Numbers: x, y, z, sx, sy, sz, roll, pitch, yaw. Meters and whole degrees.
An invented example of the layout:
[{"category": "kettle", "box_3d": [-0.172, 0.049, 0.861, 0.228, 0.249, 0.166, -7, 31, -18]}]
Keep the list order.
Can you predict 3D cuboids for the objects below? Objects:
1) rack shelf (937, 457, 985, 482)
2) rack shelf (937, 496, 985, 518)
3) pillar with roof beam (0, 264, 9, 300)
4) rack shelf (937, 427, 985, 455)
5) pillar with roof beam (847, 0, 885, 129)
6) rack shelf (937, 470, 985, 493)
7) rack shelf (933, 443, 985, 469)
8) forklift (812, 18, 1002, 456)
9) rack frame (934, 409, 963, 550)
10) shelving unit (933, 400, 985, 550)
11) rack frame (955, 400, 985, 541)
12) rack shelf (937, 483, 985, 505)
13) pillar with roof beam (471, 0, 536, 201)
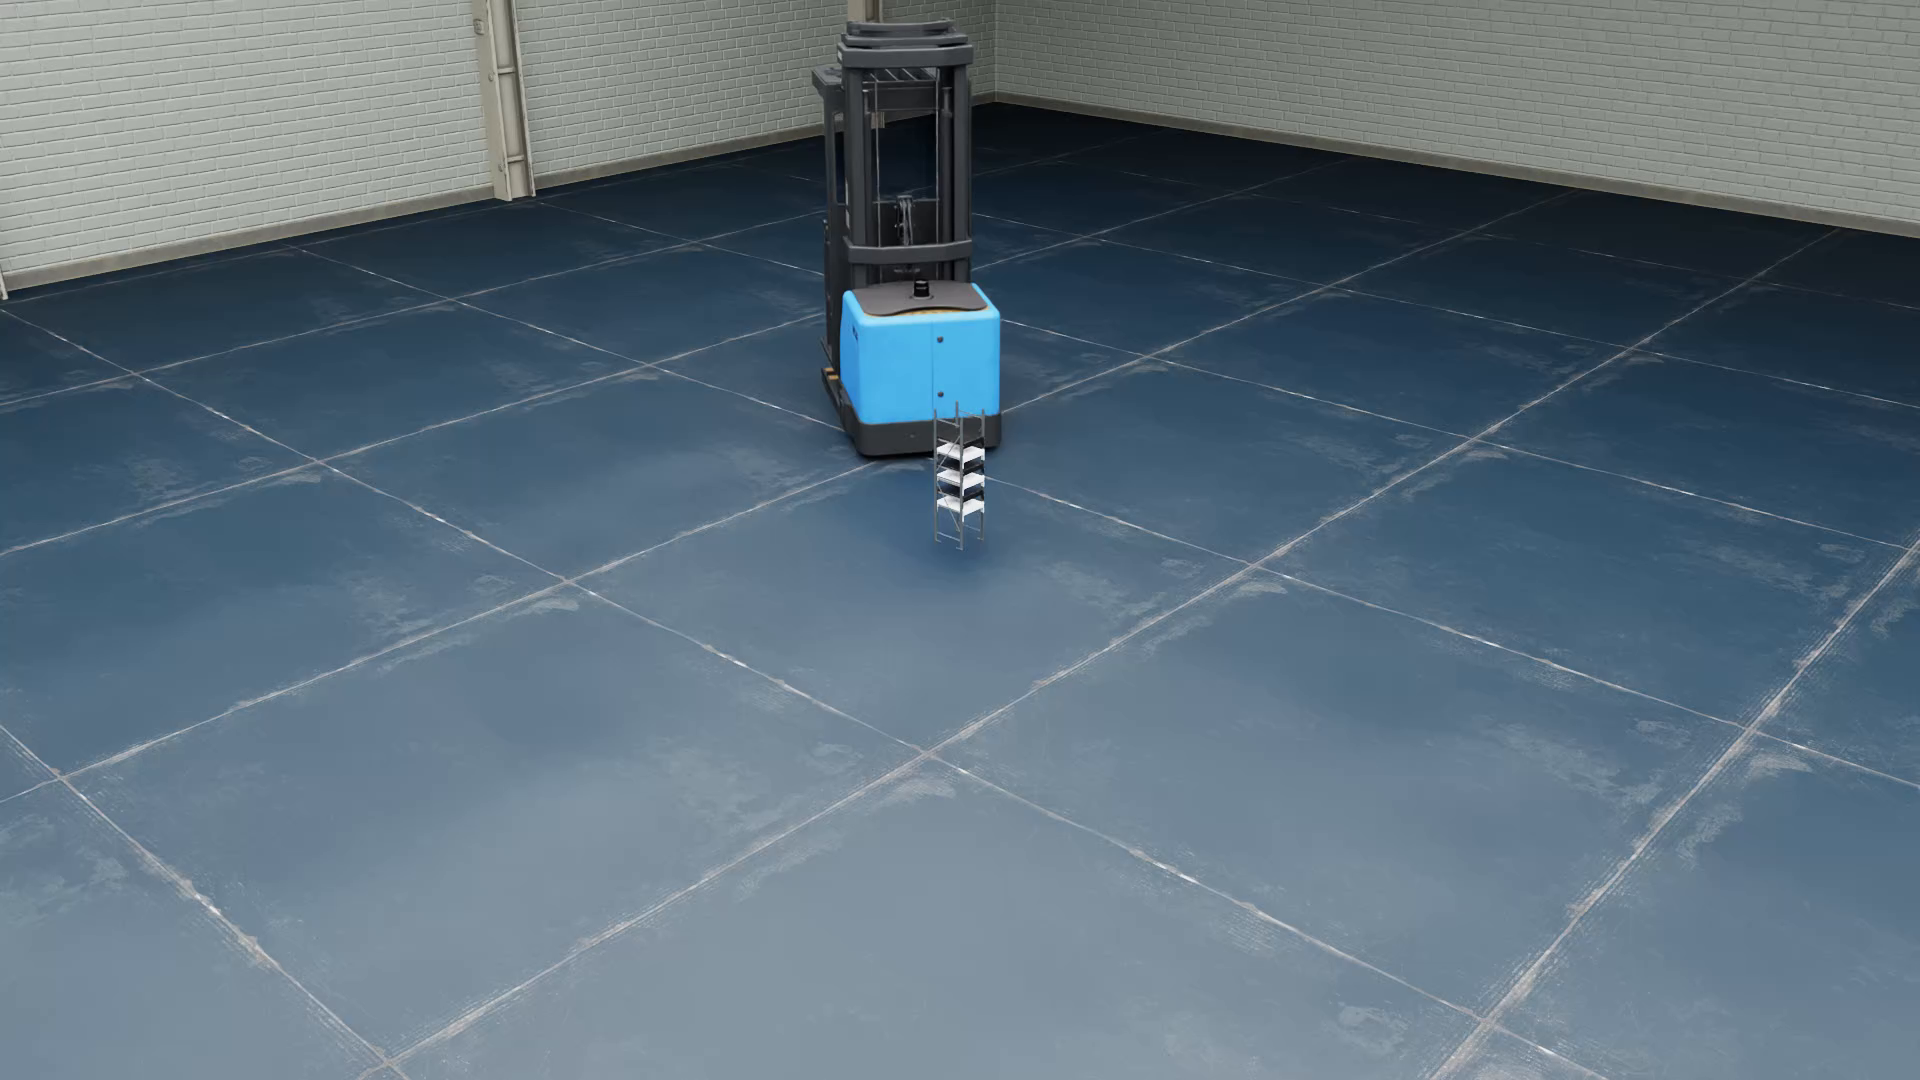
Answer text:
[{"category": "rack shelf", "box_3d": [-0.005, -0.460, 10.537, 0.258, 0.077, 0.200, 20, 31, 38]}, {"category": "rack shelf", "box_3d": [-0.005, -0.213, 10.648, 0.258, 0.077, 0.200, 20, 31, 38]}, {"category": "pillar with roof beam", "box_3d": [-6.136, -5.222, 11.397, 9.100, 9.000, 0.400, 20, 31, 38]}, {"category": "rack shelf", "box_3d": [-0.005, -0.624, 10.464, 0.258, 0.077, 0.200, 20, 31, 38]}, {"category": "pillar with roof beam", "box_3d": [1.873, -8.878, 19.551, 9.100, 9.000, 0.400, 20, 31, 38]}, {"category": "rack shelf", "box_3d": [-0.005, -0.378, 10.574, 0.258, 0.077, 0.200, 20, 31, 38]}, {"category": "rack shelf", "box_3d": [-0.005, -0.542, 10.500, 0.258, 0.077, 0.200, 20, 31, 38]}, {"category": "forklift", "box_3d": [-0.509, -2.518, 12.784, 1.130, 2.935, 3.031, -5, 25, -11]}, {"category": "rack frame", "box_3d": [-0.073, -0.377, 10.491, 0.240, 0.900, 0.006, 20, 31, 38]}, {"category": "shelving unit", "box_3d": [-0.005, -0.408, 10.560, 0.258, 0.900, 0.210, 20, 31, 38]}, {"category": "rack frame", "box_3d": [0.062, -0.439, 10.629, 0.240, 0.900, 0.006, 20, 31, 38]}, {"category": "rack shelf", "box_3d": [-0.005, -0.296, 10.611, 0.258, 0.077, 0.200, 20, 31, 38]}, {"category": "pillar with roof beam", "box_3d": [-2.132, -7.050, 15.474, 9.100, 9.000, 0.400, 20, 31, 38]}]
